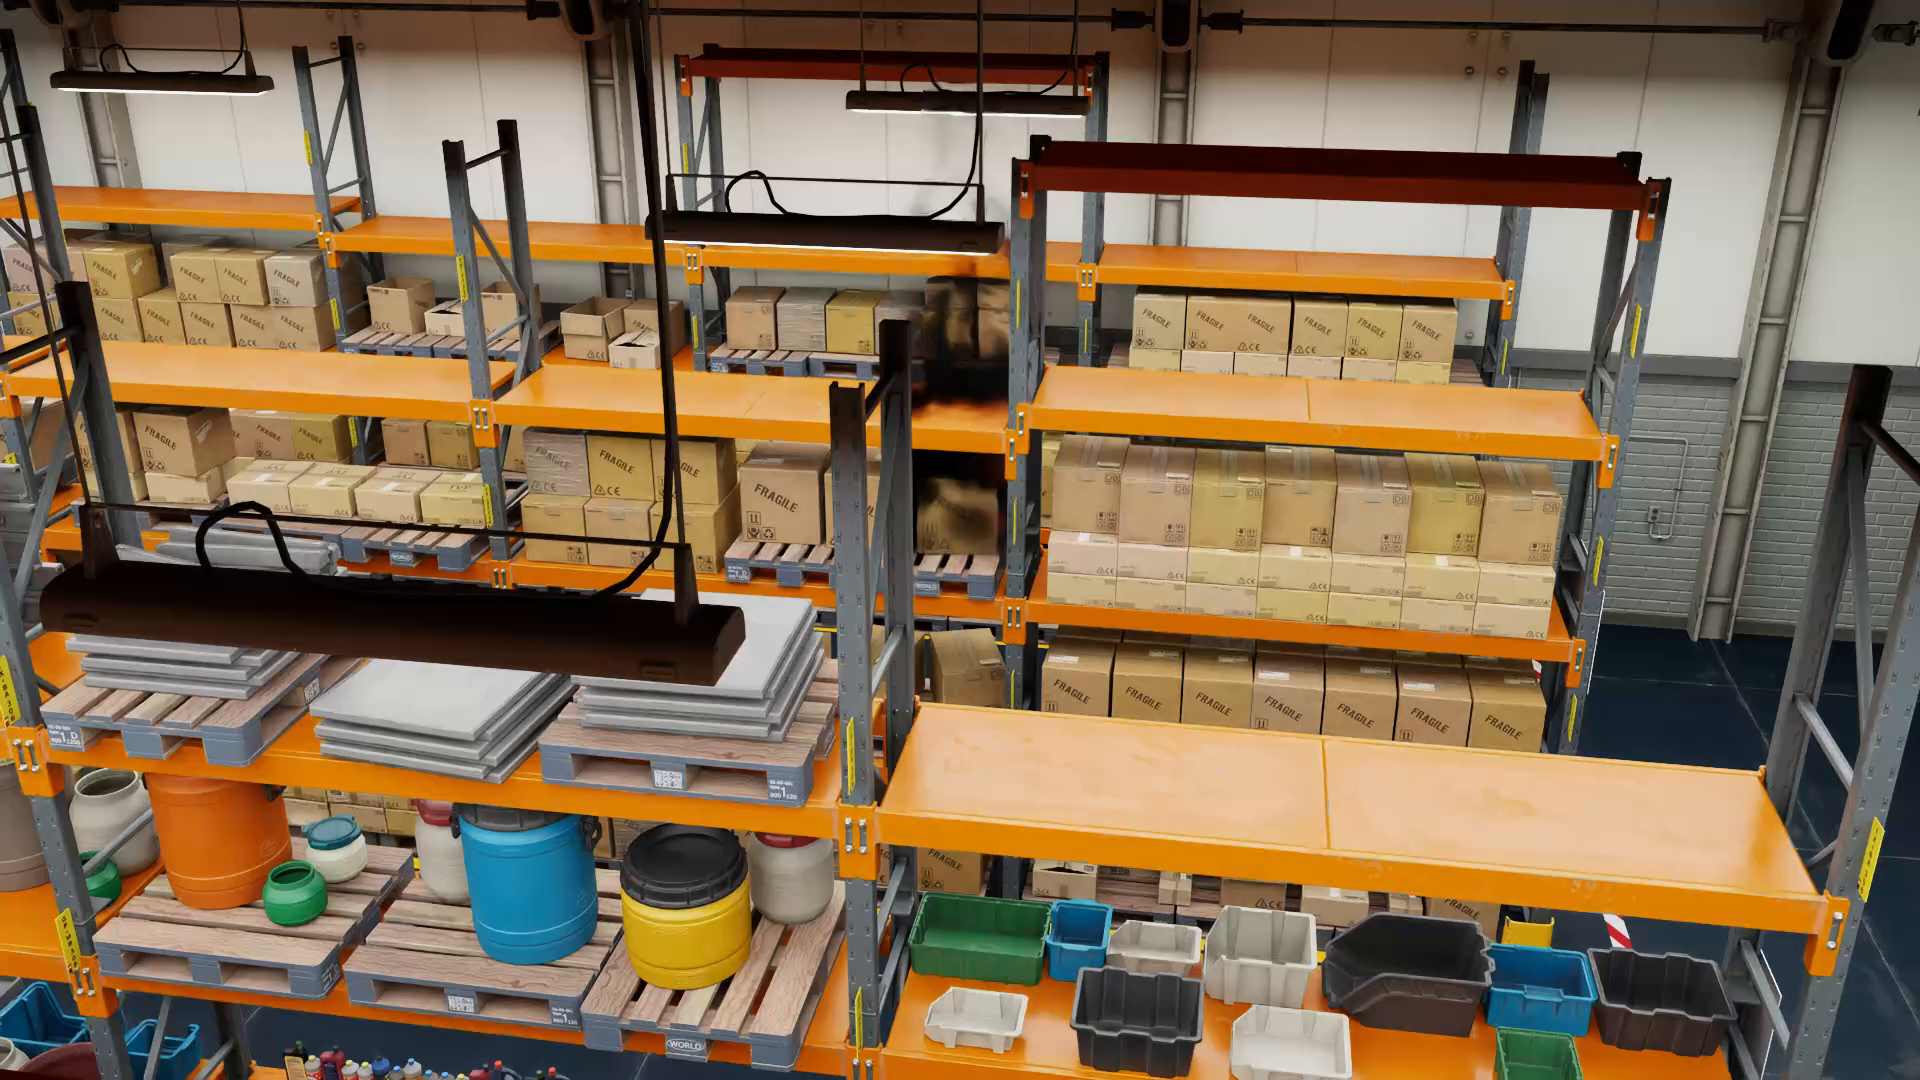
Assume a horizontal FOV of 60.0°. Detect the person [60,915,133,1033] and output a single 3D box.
[{"bbox_3d":[-5.680,2.962,11.063,0.969,1.758,0.651,2,23,5],"label":"person"}]
